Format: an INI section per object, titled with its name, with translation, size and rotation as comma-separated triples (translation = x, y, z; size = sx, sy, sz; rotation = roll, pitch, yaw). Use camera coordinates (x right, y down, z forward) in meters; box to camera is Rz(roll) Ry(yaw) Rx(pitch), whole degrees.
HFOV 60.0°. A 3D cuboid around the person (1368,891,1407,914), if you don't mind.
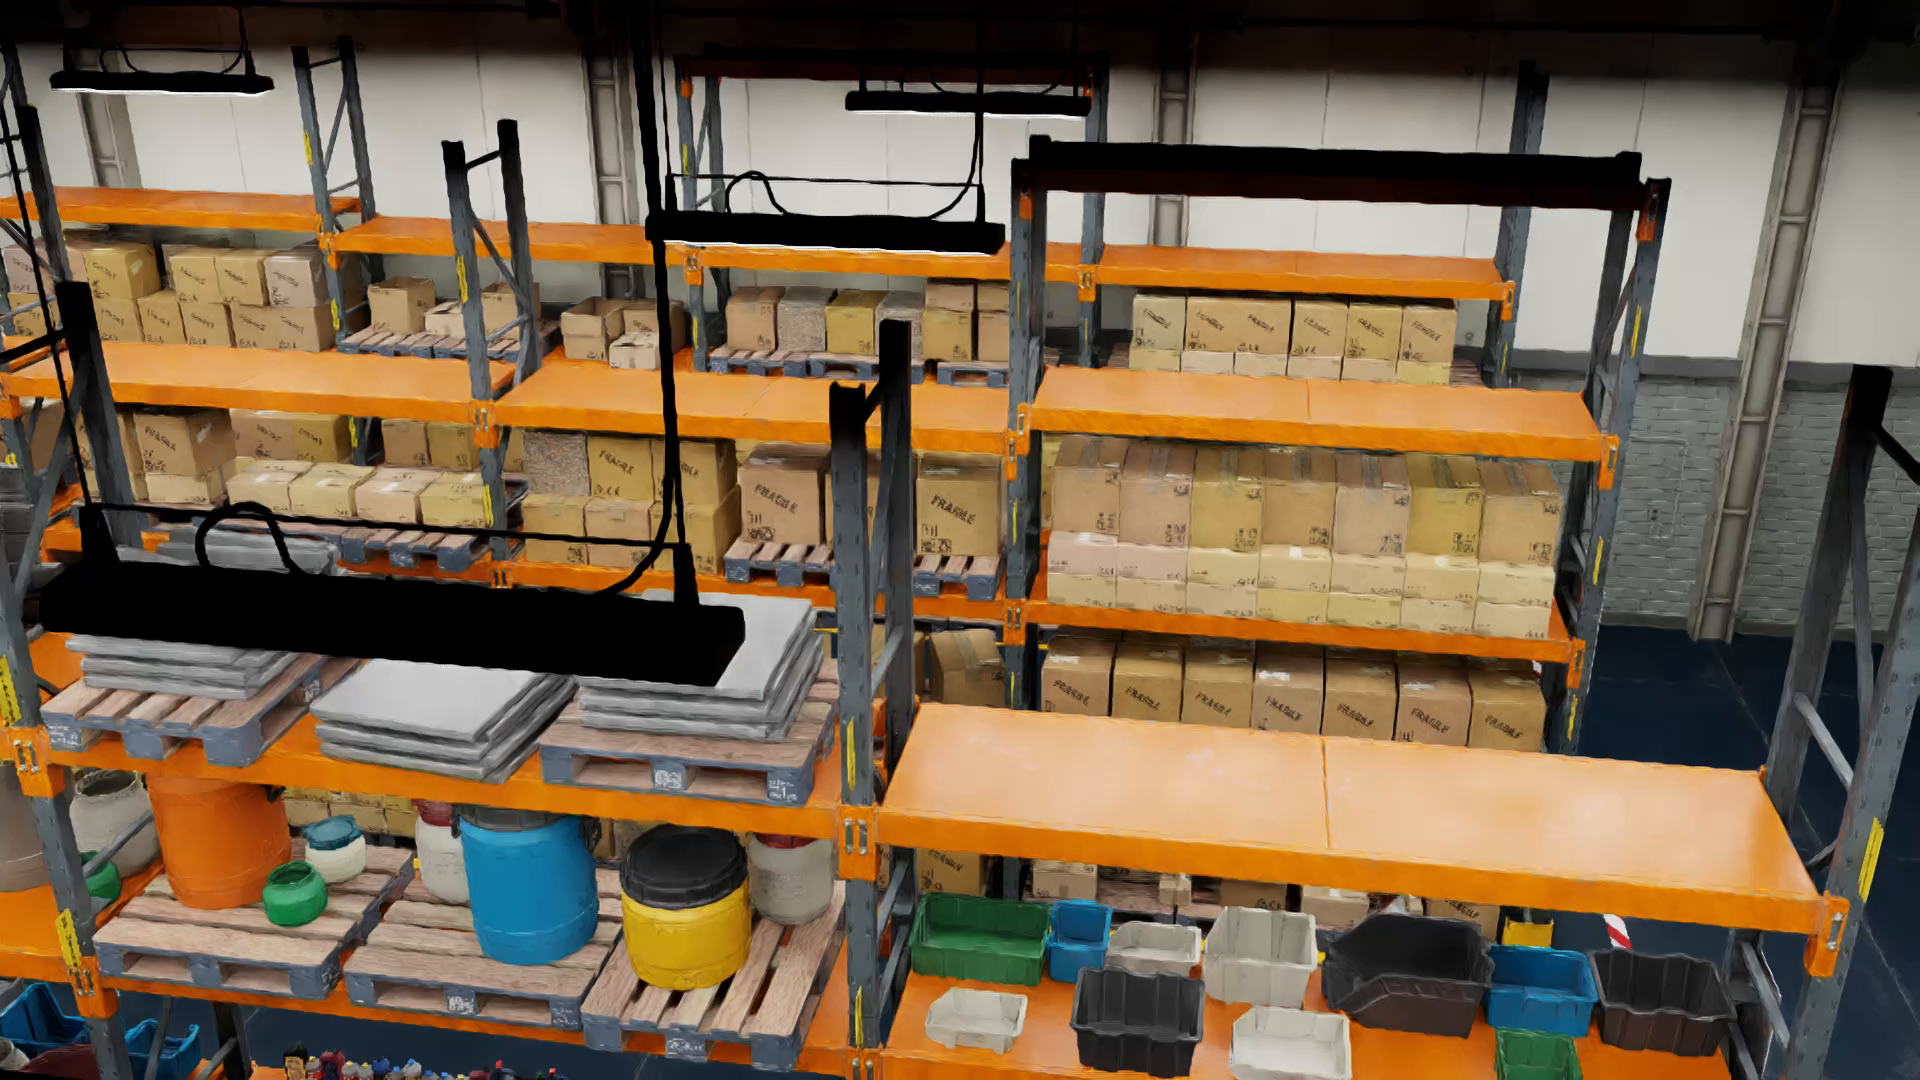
[person]
translation = 3.015, 2.942, 11.481
size = 0.519, 1.541, 0.566
rotation = 3, 23, 6
